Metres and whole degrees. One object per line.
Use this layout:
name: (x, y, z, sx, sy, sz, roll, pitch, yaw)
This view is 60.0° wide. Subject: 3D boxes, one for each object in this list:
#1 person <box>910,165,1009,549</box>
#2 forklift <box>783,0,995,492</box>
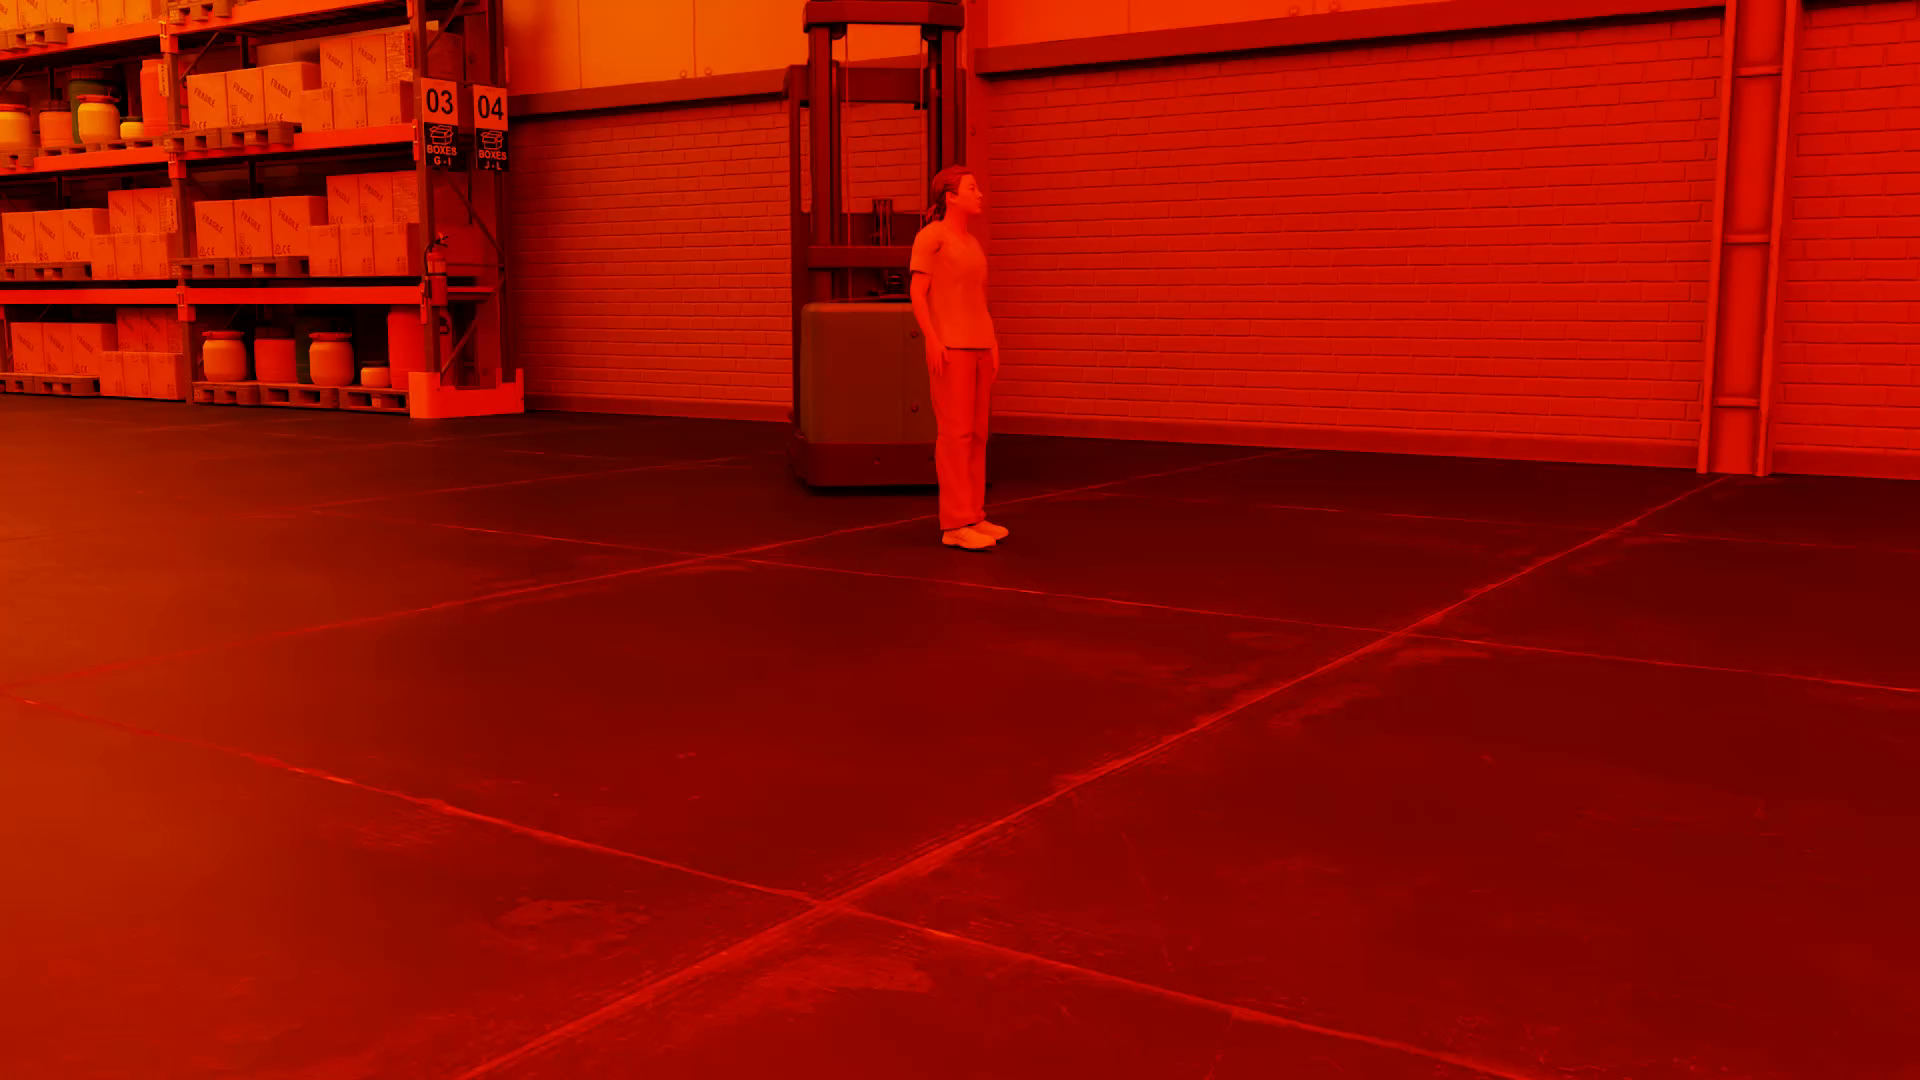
person: (0.055, -0.830, 7.434, 0.548, 1.673, 0.554, 5, 10, 34)
forklift: (-0.540, -1.896, 10.524, 1.130, 2.935, 3.031, -1, 8, -9)
